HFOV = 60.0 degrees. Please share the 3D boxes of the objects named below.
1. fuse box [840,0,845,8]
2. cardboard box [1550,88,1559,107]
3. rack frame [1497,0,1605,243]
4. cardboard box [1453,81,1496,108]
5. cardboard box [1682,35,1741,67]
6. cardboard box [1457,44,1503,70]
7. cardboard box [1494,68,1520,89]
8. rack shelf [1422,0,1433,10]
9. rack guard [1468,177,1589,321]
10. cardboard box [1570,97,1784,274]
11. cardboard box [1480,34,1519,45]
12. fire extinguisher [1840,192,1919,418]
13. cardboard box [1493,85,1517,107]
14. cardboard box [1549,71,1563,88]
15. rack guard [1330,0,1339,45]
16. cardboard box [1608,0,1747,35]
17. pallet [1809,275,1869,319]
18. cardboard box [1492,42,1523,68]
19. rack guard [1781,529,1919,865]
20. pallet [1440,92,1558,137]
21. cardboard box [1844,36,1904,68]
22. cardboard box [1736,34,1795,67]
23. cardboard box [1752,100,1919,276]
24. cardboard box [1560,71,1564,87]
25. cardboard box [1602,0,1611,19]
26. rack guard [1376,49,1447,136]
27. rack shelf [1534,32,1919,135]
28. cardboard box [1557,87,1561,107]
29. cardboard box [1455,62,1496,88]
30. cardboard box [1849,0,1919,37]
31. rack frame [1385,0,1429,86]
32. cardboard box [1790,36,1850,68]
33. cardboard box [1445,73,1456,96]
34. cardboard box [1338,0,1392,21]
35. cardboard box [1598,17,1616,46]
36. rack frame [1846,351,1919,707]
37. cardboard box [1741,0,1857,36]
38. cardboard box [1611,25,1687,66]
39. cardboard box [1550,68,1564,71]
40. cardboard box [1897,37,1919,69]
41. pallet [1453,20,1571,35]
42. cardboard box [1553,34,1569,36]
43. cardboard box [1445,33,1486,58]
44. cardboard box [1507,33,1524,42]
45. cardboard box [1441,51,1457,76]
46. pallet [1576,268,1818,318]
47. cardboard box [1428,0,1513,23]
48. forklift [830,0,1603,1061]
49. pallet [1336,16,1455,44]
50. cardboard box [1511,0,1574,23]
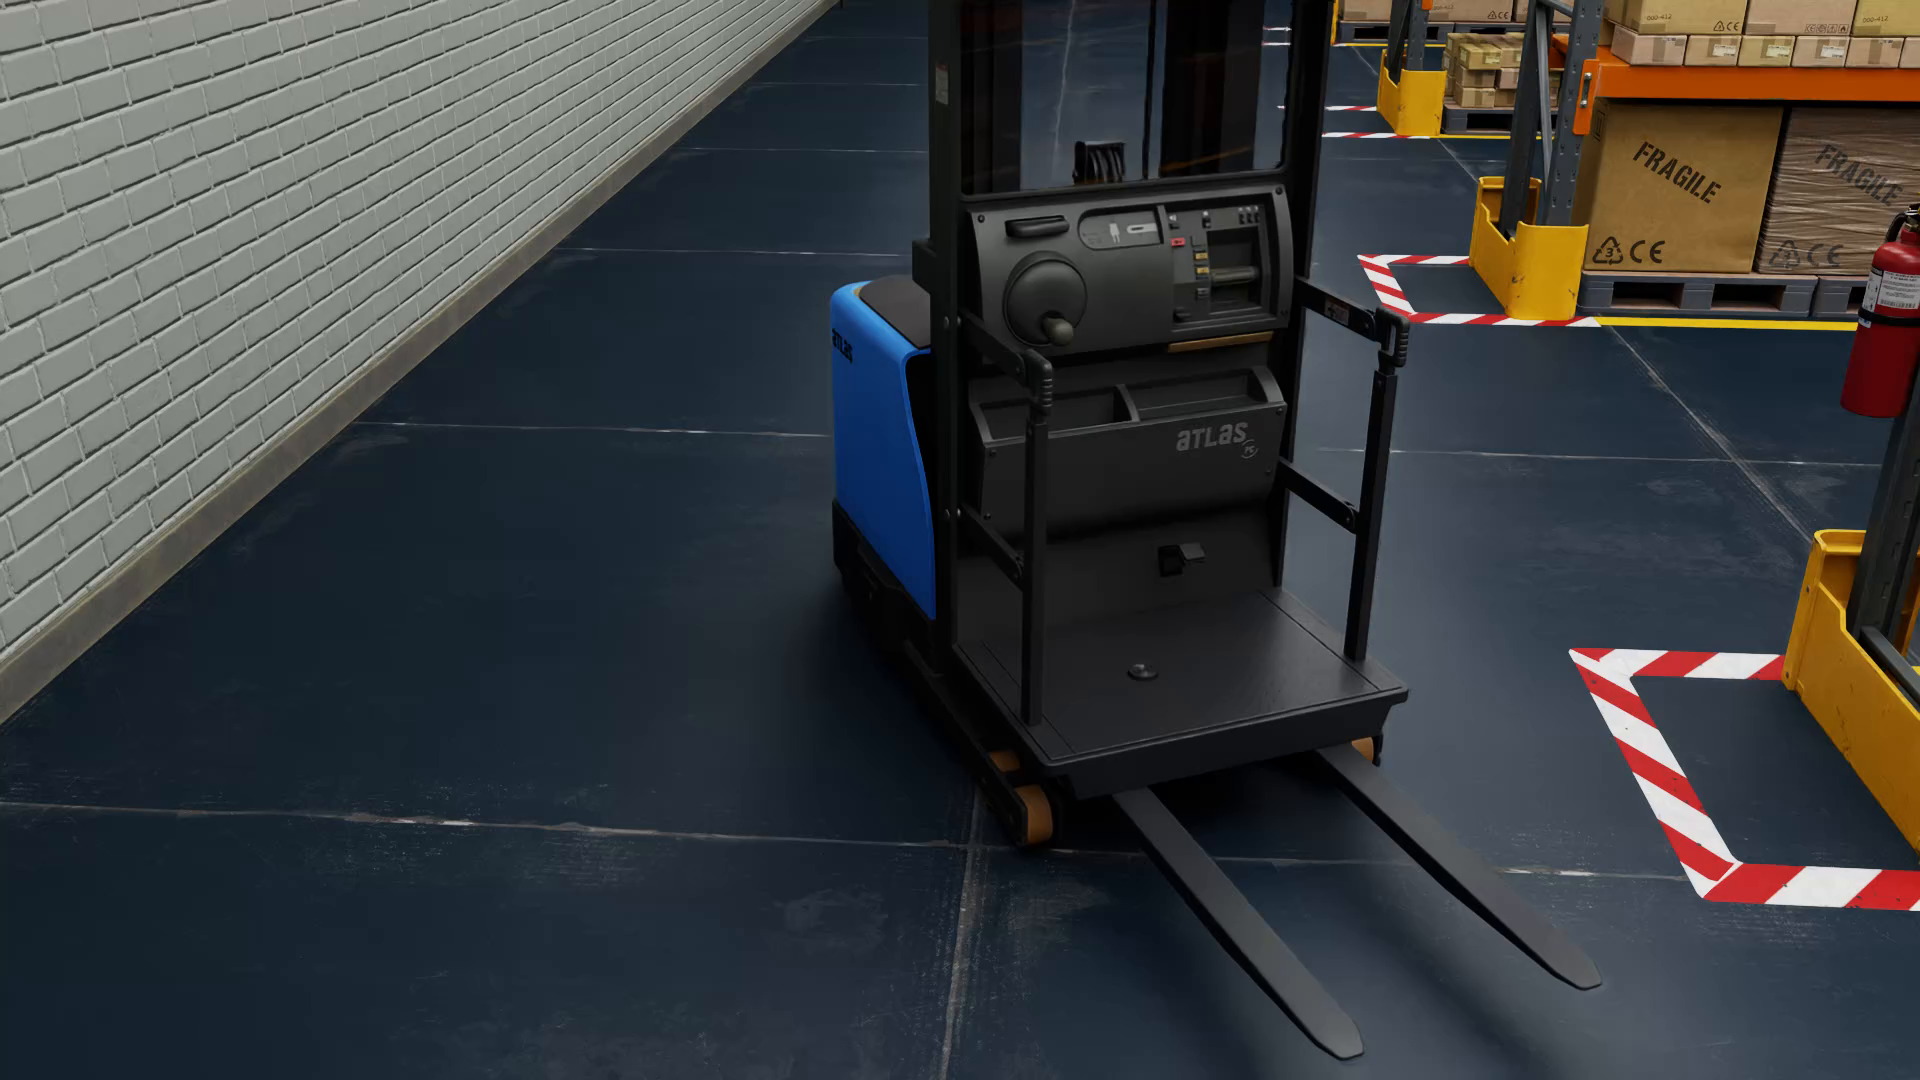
[{"bbox_3d":[-1.415,-7.349,20.174,0.414,1.711,0.539,2,25,4],"label":"fuse box"},{"bbox_3d":[4.638,-3.592,13.377,0.250,0.149,0.380,2,25,5],"label":"cardboard box"},{"bbox_3d":[3.144,-2.762,8.665,0.127,3.000,1.000,2,25,4],"label":"rack frame"},{"bbox_3d":[4.123,-3.572,13.332,0.250,0.149,0.380,2,25,5],"label":"cardboard box"},{"bbox_3d":[3.729,-2.492,8.377,0.250,0.149,0.380,1,25,3],"label":"cardboard box"},{"bbox_3d":[4.121,-3.834,13.190,0.250,0.149,0.380,1,25,2],"label":"cardboard box"},{"bbox_3d":[4.396,-3.701,13.257,0.250,0.149,0.380,2,25,4],"label":"cardboard box"},{"bbox_3d":[5.619,-4.435,13.161,4.000,0.370,1.077,2,25,4],"label":"rack shelf"},{"bbox_3d":[3.120,-1.627,9.189,0.348,0.500,1.175,2,25,4],"label":"rack guard"},{"bbox_3d":[3.788,-2.001,9.049,0.875,0.875,0.875,2,25,4],"label":"cardboard box"},{"bbox_3d":[4.418,-4.049,13.657,0.250,0.149,0.380,2,25,5],"label":"cardboard box"},{"bbox_3d":[2.649,-0.688,4.695,0.183,0.674,0.296,2,25,4],"label":"fire extinguisher"},{"bbox_3d":[4.390,-3.598,13.388,0.250,0.149,0.380,2,25,4],"label":"cardboard box"},{"bbox_3d":[4.647,-3.730,13.320,0.250,0.149,0.380,2,25,5],"label":"cardboard box"},{"bbox_3d":[3.879,-5.758,18.165,0.348,0.500,1.175,2,25,4],"label":"rack guard"},{"bbox_3d":[3.602,-2.701,8.356,0.500,0.250,0.500,1,25,3],"label":"cardboard box"},{"bbox_3d":[5.161,-1.462,9.176,1.213,0.211,1.003,2,25,4],"label":"pallet"},{"bbox_3d":[4.405,-3.875,13.280,0.250,0.149,0.380,2,25,5],"label":"cardboard box"},{"bbox_3d":[2.740,0.442,4.691,0.348,0.500,1.175,2,25,4],"label":"rack guard"},{"bbox_3d":[4.508,-3.516,13.639,1.213,0.211,1.003,2,25,4],"label":"pallet"},{"bbox_3d":[4.498,-2.467,8.324,0.250,0.149,0.380,1,25,3],"label":"cardboard box"},{"bbox_3d":[3.984,-2.484,8.360,0.250,0.149,0.380,1,25,3],"label":"cardboard box"},{"bbox_3d":[4.696,-1.972,8.986,0.875,0.875,0.875,2,25,4],"label":"cardboard box"},{"bbox_3d":[4.894,-3.677,13.204,0.250,0.149,0.380,3,25,6],"label":"cardboard box"},{"bbox_3d":[3.648,-2.924,8.840,0.500,0.250,0.500,1,25,3],"label":"cardboard box"},{"bbox_3d":[3.700,-3.688,13.667,0.348,0.500,1.175,2,25,4],"label":"rack guard"},{"bbox_3d":[5.138,-2.371,8.676,4.000,0.370,1.077,2,25,4],"label":"rack shelf"},{"bbox_3d":[4.884,-3.539,13.260,0.250,0.149,0.380,2,25,5],"label":"cardboard box"},{"bbox_3d":[4.127,-3.733,13.327,0.250,0.149,0.380,3,25,6],"label":"cardboard box"},{"bbox_3d":[4.622,-2.670,8.288,0.500,0.250,0.500,1,25,2],"label":"cardboard box"},{"bbox_3d":[3.625,-4.826,13.150,0.127,3.000,1.000,2,25,4],"label":"rack frame"},{"bbox_3d":[4.244,-2.476,8.342,0.250,0.149,0.380,1,25,3],"label":"cardboard box"},{"bbox_3d":[4.165,-3.792,13.811,0.250,0.149,0.380,2,25,5],"label":"cardboard box"},{"bbox_3d":[4.569,-5.940,18.133,0.875,0.438,0.875,1,25,2],"label":"cardboard box"},{"bbox_3d":[3.524,-2.774,8.991,0.250,0.149,0.380,2,25,5],"label":"cardboard box"},{"bbox_3d":[2.765,-0.698,4.178,0.127,3.000,1.000,2,25,4],"label":"rack frame"},{"bbox_3d":[4.121,-2.687,8.326,0.500,0.250,0.500,2,25,3],"label":"cardboard box"},{"bbox_3d":[3.473,-2.499,8.394,0.250,0.149,0.380,2,25,5],"label":"cardboard box"},{"bbox_3d":[4.647,-3.814,13.146,0.250,0.149,0.380,2,25,4],"label":"cardboard box"},{"bbox_3d":[4.755,-2.459,8.306,0.250,0.149,0.380,2,25,3],"label":"cardboard box"},{"bbox_3d":[5.919,-5.593,18.152,1.213,0.211,1.003,2,25,4],"label":"pallet"},{"bbox_3d":[4.939,-4.059,13.679,0.250,0.149,0.380,1,25,2],"label":"cardboard box"},{"bbox_3d":[4.172,-4.081,13.727,0.250,0.149,0.380,2,25,5],"label":"cardboard box"},{"bbox_3d":[4.686,-4.094,13.754,0.250,0.149,0.380,1,25,3],"label":"cardboard box"},{"bbox_3d":[4.173,-3.959,13.818,0.250,0.149,0.380,1,25,3],"label":"cardboard box"},{"bbox_3d":[3.947,-1.502,9.263,1.213,0.211,1.003,2,25,4],"label":"pallet"},{"bbox_3d":[5.482,-5.914,18.077,0.875,0.438,0.875,2,25,5],"label":"cardboard box"},{"bbox_3d":[0.552,-0.706,4.278,1.130,2.935,3.031,-9,26,-19],"label":"forklift"},{"bbox_3d":[4.706,-5.633,18.239,1.213,0.211,1.003,2,25,4],"label":"pallet"},{"bbox_3d":[6.381,-5.885,18.013,0.875,0.438,0.875,1,25,2],"label":"cardboard box"}]
